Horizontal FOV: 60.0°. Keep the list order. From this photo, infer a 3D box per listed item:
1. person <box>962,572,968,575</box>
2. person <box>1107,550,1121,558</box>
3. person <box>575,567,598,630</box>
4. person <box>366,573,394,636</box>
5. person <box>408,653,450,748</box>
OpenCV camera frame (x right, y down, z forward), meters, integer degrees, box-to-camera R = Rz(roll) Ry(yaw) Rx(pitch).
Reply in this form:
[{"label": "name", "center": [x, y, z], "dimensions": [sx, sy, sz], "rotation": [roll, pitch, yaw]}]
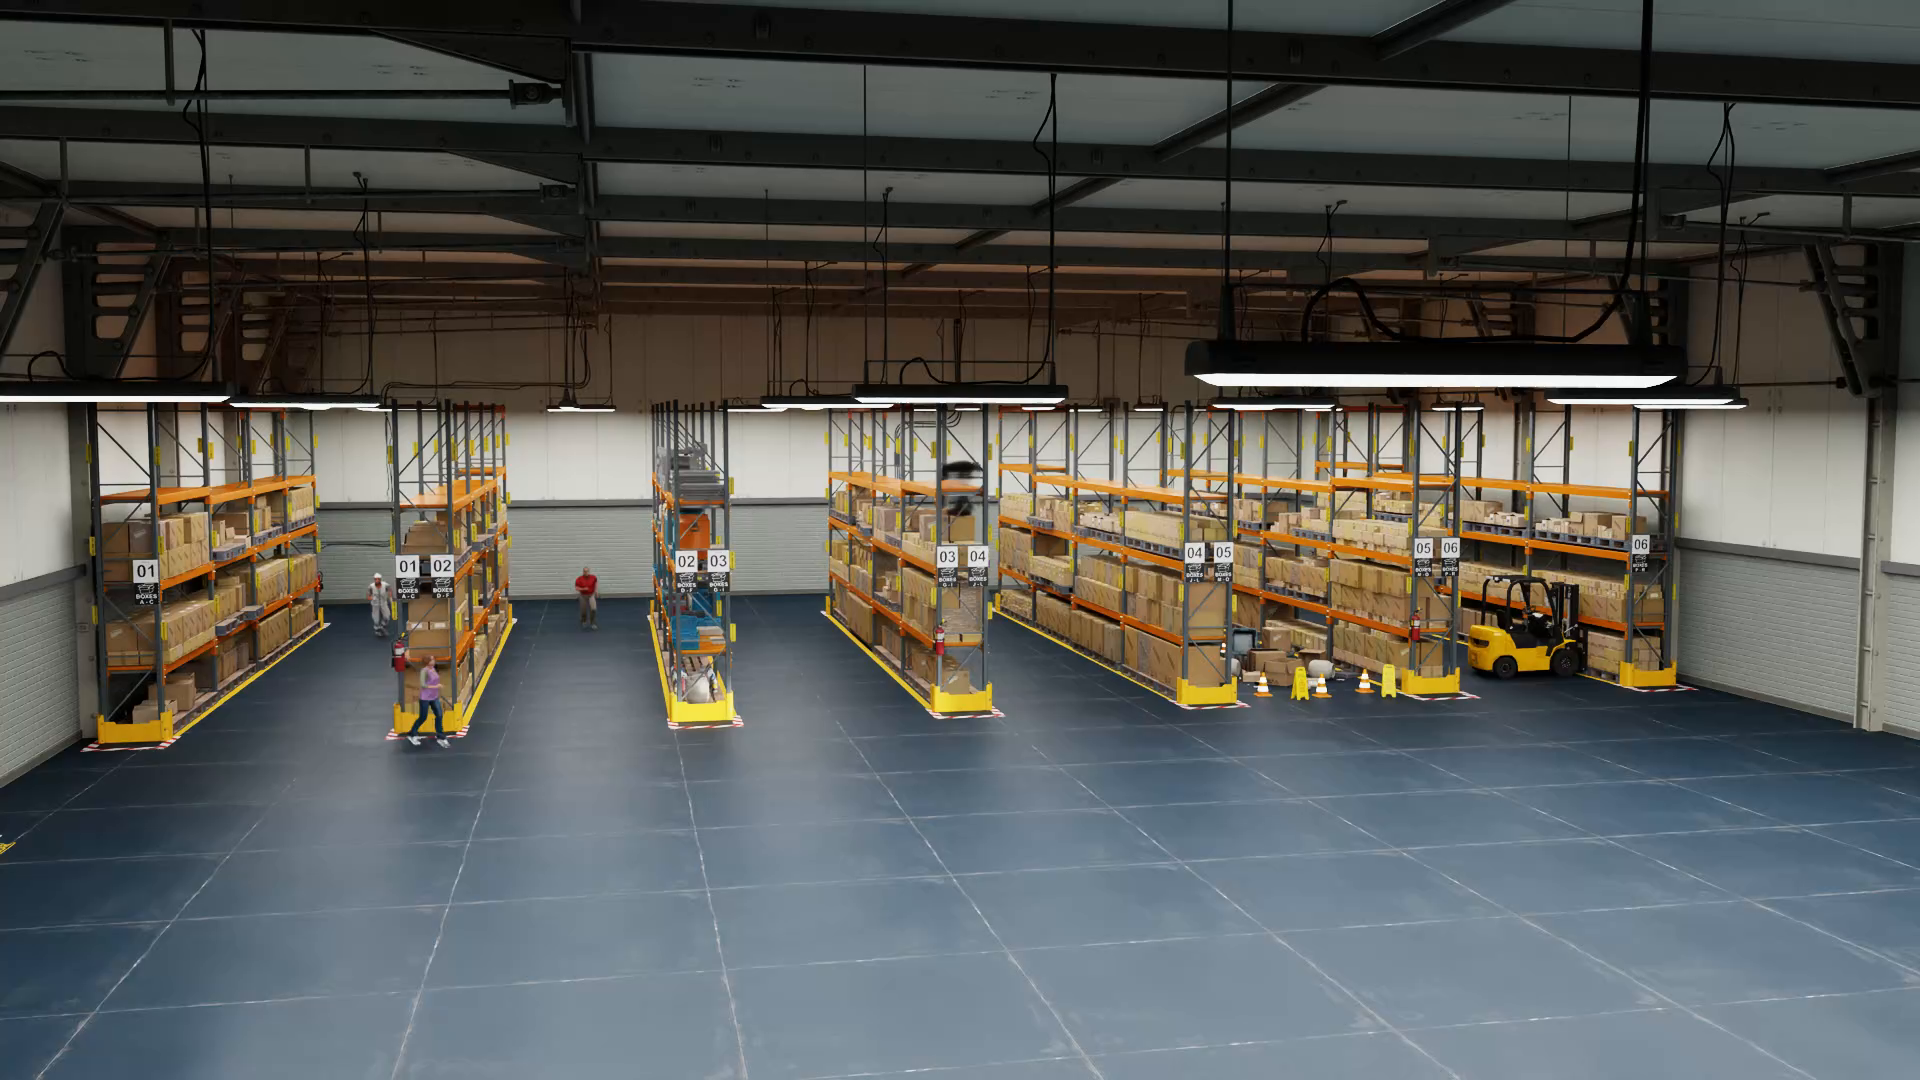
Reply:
[{"label": "person", "center": [-0.078, 1.206, 48.610], "dimensions": [0.839, 1.730, 0.762], "rotation": [1, 4, 10]}, {"label": "person", "center": [4.865, 0.852, 52.520], "dimensions": [0.976, 1.763, 0.694], "rotation": [-3, 5, -33]}, {"label": "person", "center": [-9.958, 1.551, 44.365], "dimensions": [0.613, 1.686, 0.955], "rotation": [-2, 5, -20]}, {"label": "person", "center": [-14.854, 1.674, 42.613], "dimensions": [0.701, 1.674, 0.865], "rotation": [-2, 5, -23]}, {"label": "person", "center": [-9.137, 2.758, 28.547], "dimensions": [0.782, 1.633, 0.536], "rotation": [2, 5, 19]}]
